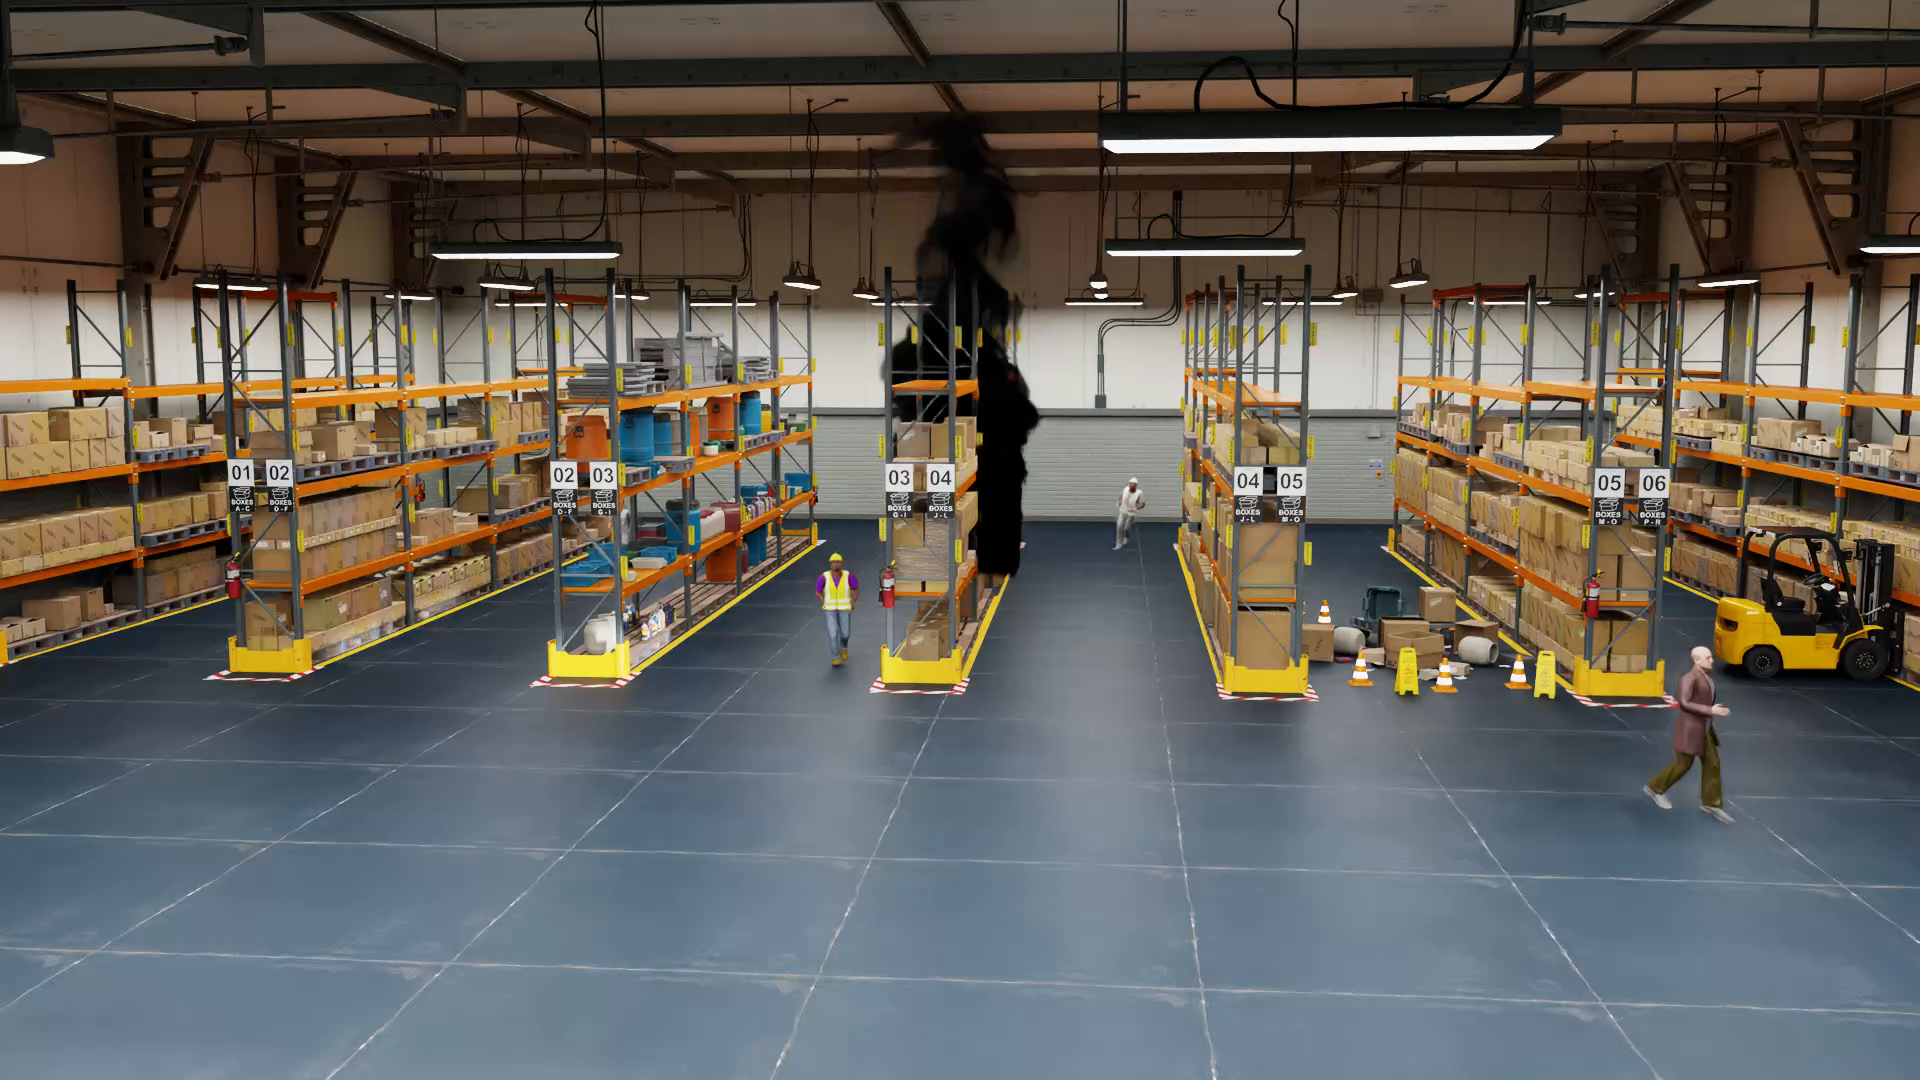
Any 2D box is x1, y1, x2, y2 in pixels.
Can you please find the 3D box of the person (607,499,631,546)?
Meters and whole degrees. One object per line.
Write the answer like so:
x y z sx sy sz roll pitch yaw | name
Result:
-7.210 -0.098 35.371 0.554 1.637 0.801 -1 7 -7 | person

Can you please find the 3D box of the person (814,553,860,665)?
-1.874 1.066 25.381 0.692 1.720 0.589 -1 7 -4 | person

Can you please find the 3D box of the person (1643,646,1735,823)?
7.679 2.008 17.432 0.737 1.829 0.922 -6 9 -41 | person

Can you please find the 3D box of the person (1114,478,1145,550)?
4.070 -0.635 39.584 0.711 1.713 0.708 4 8 31 | person
